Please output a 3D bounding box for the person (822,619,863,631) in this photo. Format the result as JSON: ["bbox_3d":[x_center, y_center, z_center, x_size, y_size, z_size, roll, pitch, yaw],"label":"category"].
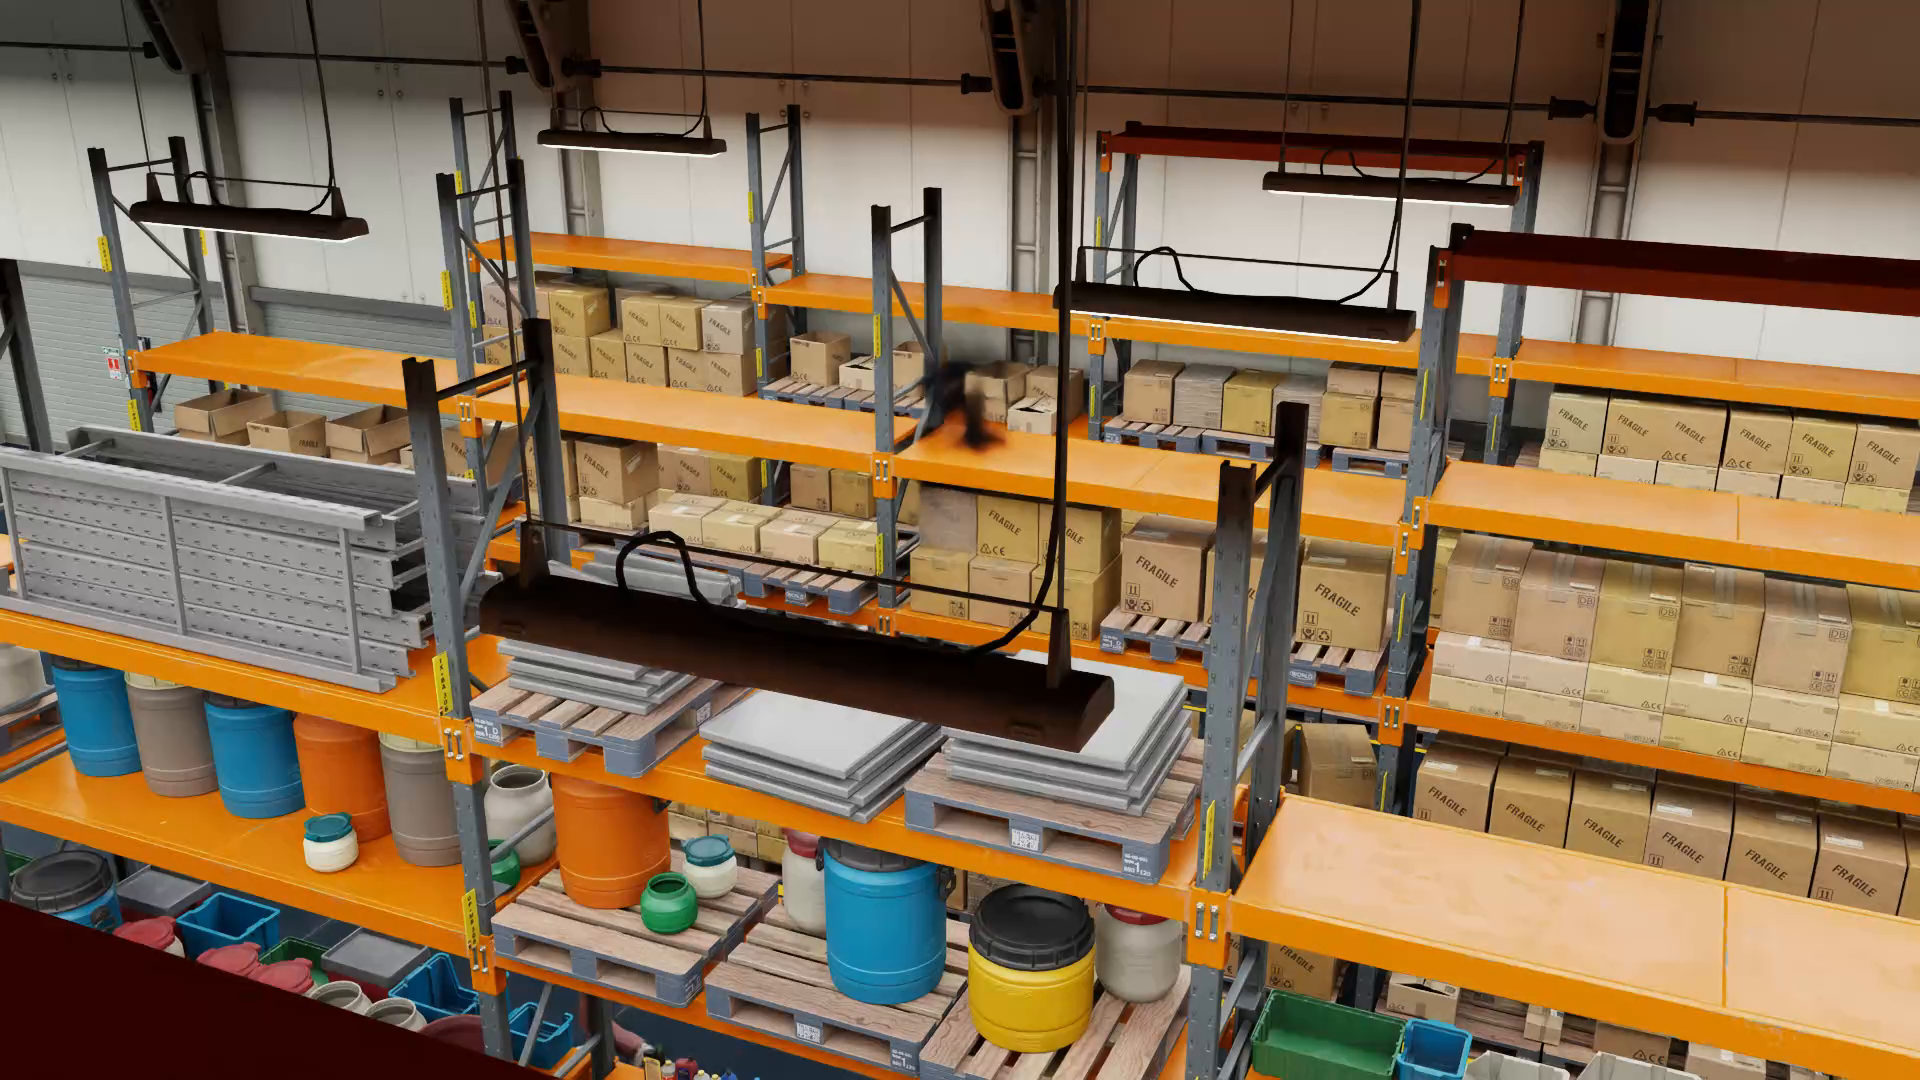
[{"bbox_3d":[-1.139,1.212,16.923,0.924,1.819,0.686,6,21,16],"label":"person"}]

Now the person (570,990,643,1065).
[{"bbox_3d":[-2.571,3.132,12.030,0.667,1.622,0.582,9,22,23],"label":"person"}]
